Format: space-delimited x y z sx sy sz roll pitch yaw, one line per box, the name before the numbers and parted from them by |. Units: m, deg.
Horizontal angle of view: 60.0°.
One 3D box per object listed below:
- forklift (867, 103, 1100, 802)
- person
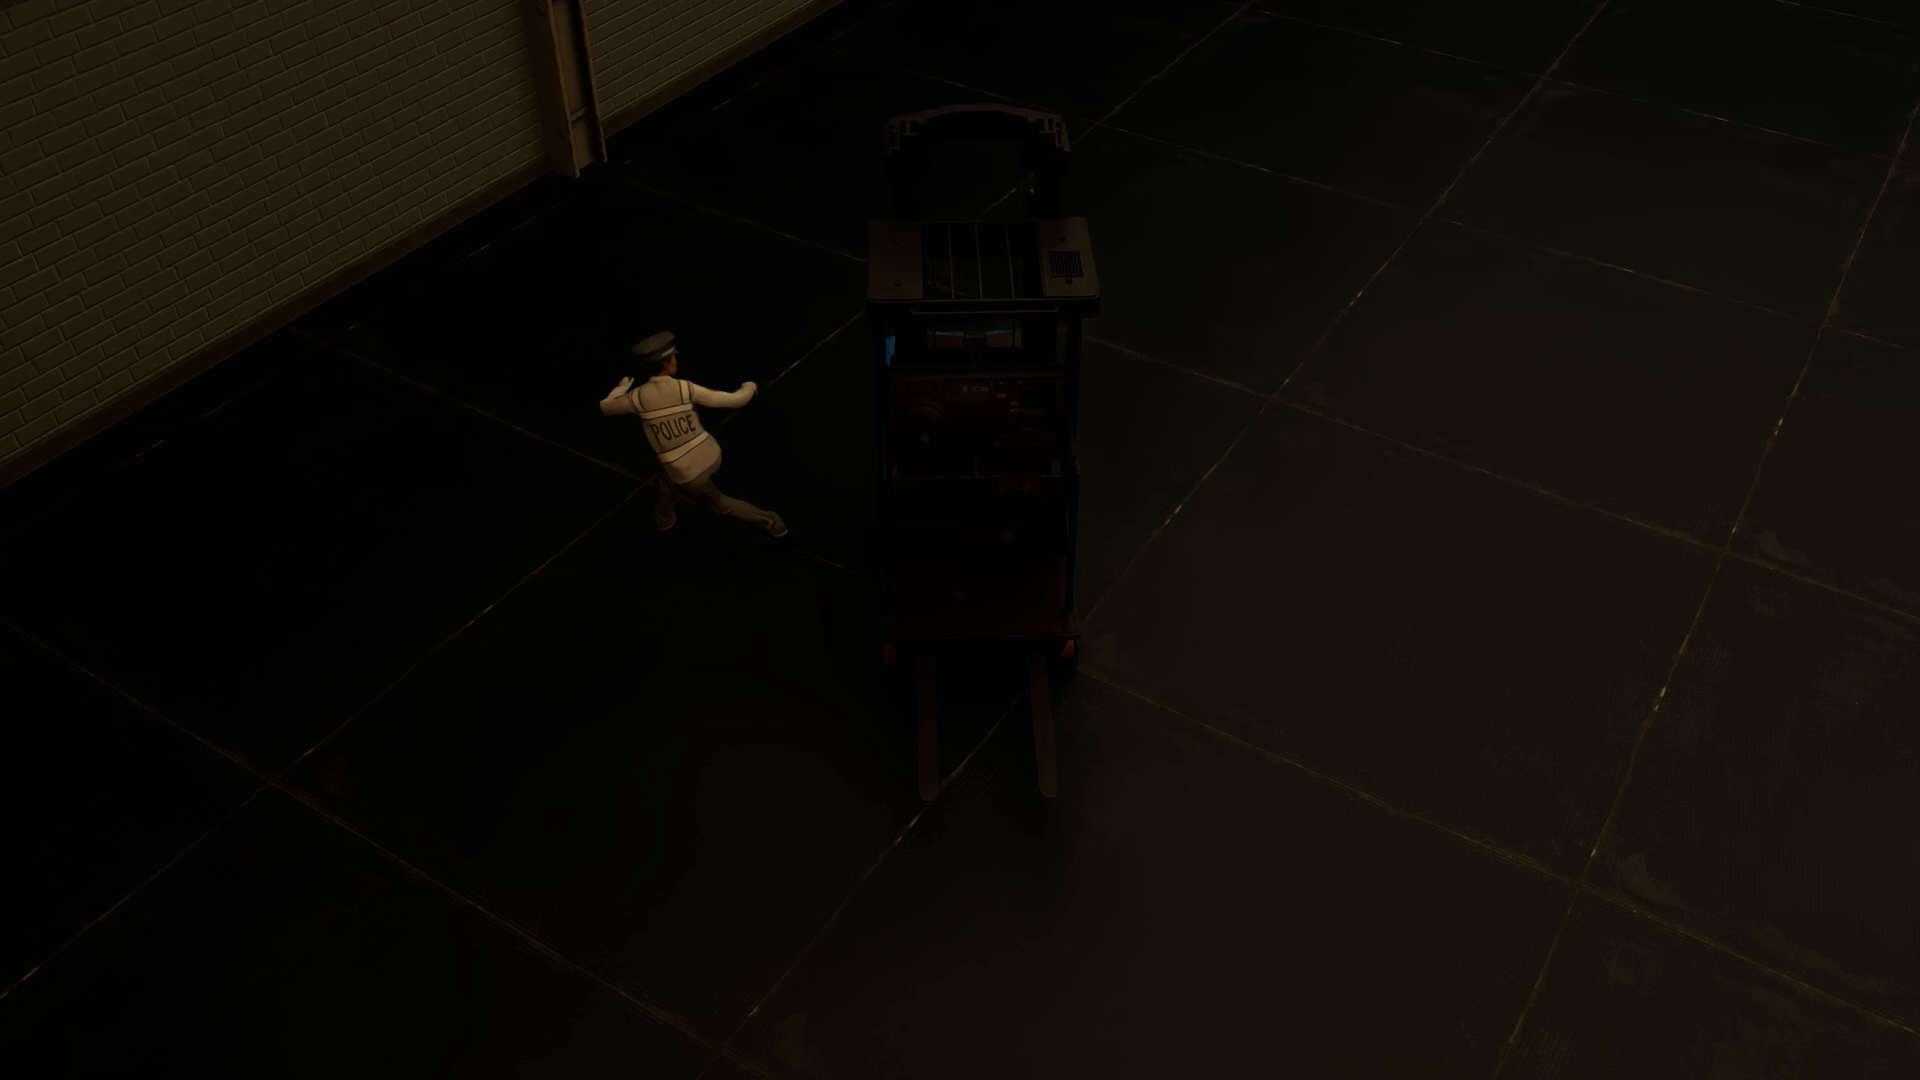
forklift | 0.097 -0.622 8.701 1.130 2.935 3.031 -1 40 -1
person | -1.593 -0.618 9.863 0.889 1.457 0.963 -27 47 -29
